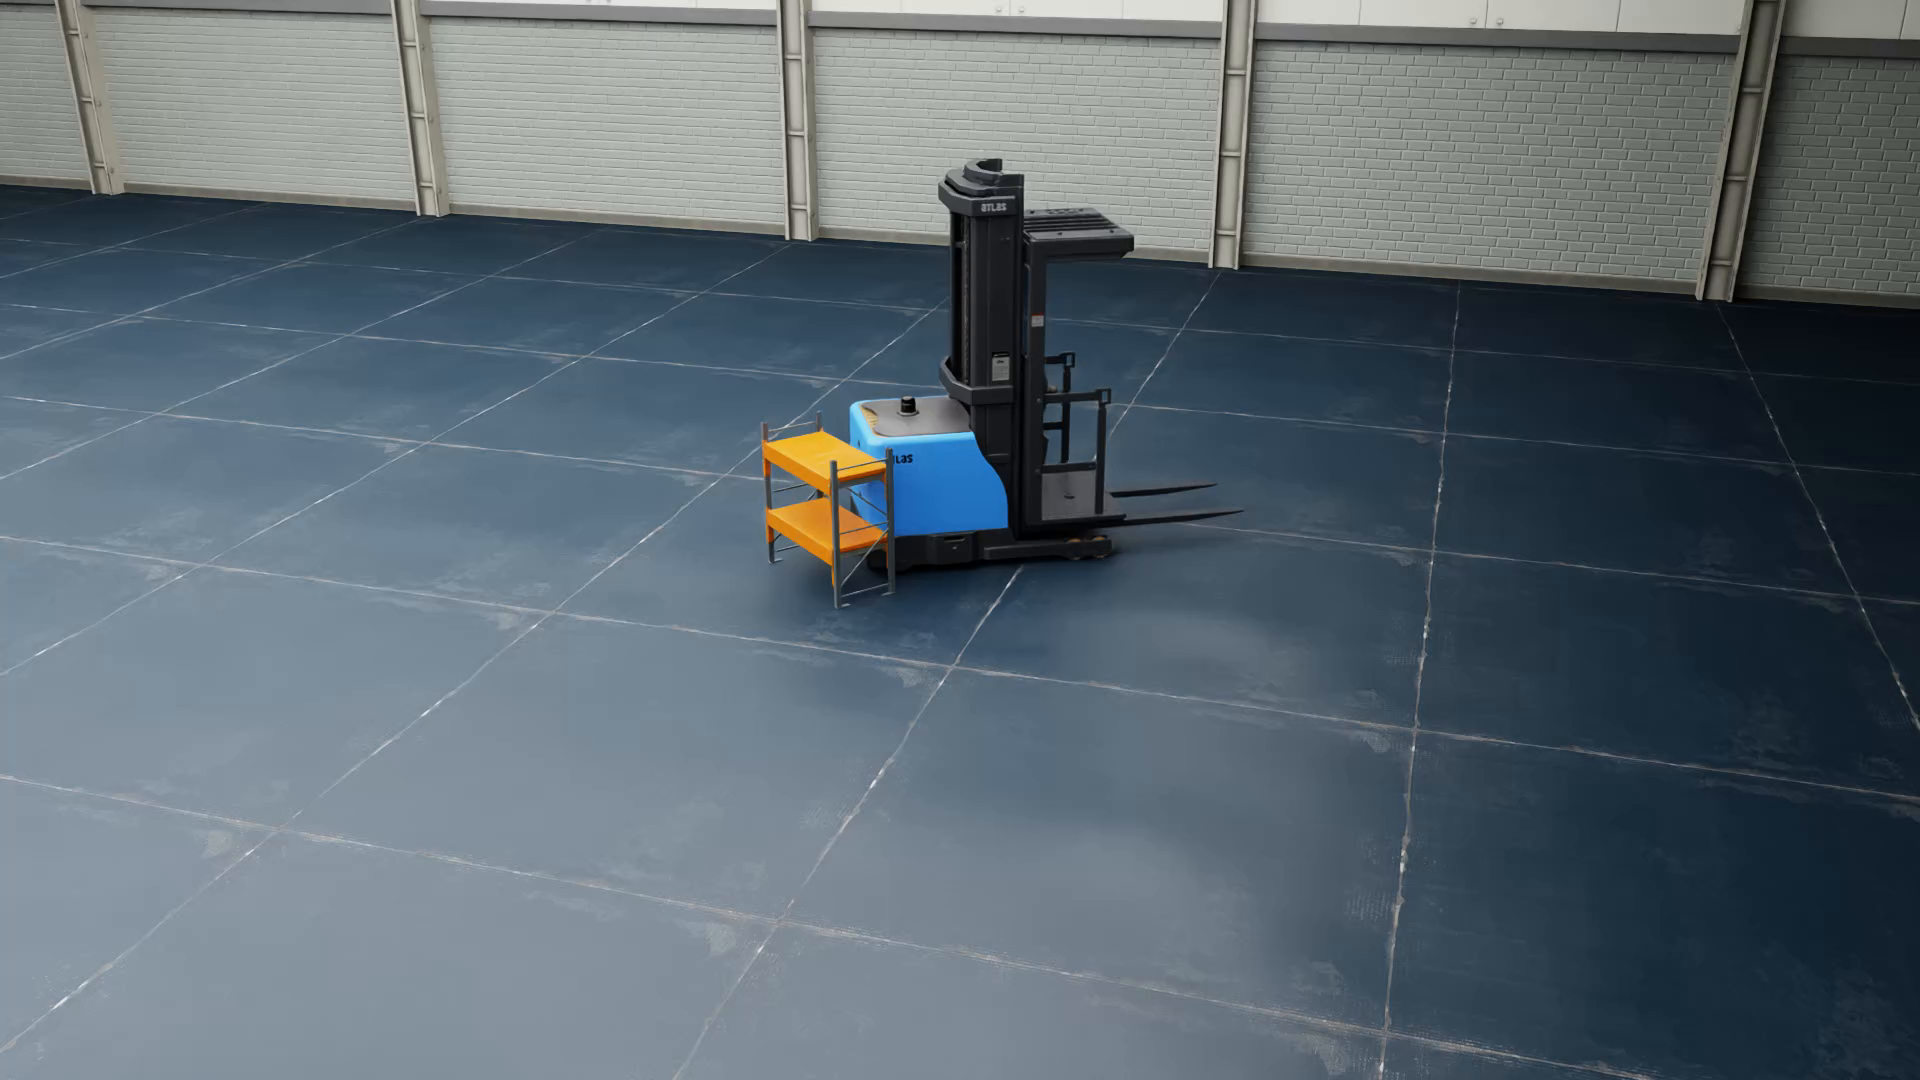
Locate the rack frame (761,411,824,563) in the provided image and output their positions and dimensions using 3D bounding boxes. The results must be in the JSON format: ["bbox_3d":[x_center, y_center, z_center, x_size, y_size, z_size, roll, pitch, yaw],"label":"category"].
[{"bbox_3d":[-1.264,-0.401,12.668,0.500,1.125,0.032,-15,26,-31],"label":"rack frame"}]

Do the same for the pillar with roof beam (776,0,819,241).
[{"bbox_3d":[-3.480,-6.886,18.104,0.400,9.000,9.100,7,23,16],"label":"pillar with roof beam"}]

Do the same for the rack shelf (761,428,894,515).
[{"bbox_3d":[-0.978,-0.512,12.168,0.538,0.278,1.000,-15,26,-31],"label":"rack shelf"}]

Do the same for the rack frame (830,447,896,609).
[{"bbox_3d":[-0.691,-0.082,11.891,0.500,1.125,0.032,-15,26,-31],"label":"rack frame"}]

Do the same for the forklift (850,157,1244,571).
[{"bbox_3d":[0.699,-1.389,12.699,3.031,2.935,1.130,-5,23,-11],"label":"forklift"}]

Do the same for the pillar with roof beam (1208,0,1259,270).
[{"bbox_3d":[2.264,-6.228,16.500,0.400,9.000,9.100,7,23,16],"label":"pillar with roof beam"}]

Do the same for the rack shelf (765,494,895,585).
[{"bbox_3d":[-0.976,-0.016,12.373,0.538,0.278,1.000,-15,26,-31],"label":"rack shelf"}]

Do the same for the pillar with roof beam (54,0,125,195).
[{"bbox_3d":[-14.969,-8.201,21.311,0.400,9.000,9.100,7,23,16],"label":"pillar with roof beam"}]

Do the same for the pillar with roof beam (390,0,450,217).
[{"bbox_3d":[-9.224,-7.543,19.707,0.400,9.000,9.100,7,23,16],"label":"pillar with roof beam"}]

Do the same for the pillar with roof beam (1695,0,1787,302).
[{"bbox_3d":[8.008,-5.570,14.897,0.400,9.000,9.100,7,23,16],"label":"pillar with roof beam"}]

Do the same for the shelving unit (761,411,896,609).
[{"bbox_3d":[-0.977,-0.242,12.280,0.538,1.125,1.048,-15,26,-31],"label":"shelving unit"}]
